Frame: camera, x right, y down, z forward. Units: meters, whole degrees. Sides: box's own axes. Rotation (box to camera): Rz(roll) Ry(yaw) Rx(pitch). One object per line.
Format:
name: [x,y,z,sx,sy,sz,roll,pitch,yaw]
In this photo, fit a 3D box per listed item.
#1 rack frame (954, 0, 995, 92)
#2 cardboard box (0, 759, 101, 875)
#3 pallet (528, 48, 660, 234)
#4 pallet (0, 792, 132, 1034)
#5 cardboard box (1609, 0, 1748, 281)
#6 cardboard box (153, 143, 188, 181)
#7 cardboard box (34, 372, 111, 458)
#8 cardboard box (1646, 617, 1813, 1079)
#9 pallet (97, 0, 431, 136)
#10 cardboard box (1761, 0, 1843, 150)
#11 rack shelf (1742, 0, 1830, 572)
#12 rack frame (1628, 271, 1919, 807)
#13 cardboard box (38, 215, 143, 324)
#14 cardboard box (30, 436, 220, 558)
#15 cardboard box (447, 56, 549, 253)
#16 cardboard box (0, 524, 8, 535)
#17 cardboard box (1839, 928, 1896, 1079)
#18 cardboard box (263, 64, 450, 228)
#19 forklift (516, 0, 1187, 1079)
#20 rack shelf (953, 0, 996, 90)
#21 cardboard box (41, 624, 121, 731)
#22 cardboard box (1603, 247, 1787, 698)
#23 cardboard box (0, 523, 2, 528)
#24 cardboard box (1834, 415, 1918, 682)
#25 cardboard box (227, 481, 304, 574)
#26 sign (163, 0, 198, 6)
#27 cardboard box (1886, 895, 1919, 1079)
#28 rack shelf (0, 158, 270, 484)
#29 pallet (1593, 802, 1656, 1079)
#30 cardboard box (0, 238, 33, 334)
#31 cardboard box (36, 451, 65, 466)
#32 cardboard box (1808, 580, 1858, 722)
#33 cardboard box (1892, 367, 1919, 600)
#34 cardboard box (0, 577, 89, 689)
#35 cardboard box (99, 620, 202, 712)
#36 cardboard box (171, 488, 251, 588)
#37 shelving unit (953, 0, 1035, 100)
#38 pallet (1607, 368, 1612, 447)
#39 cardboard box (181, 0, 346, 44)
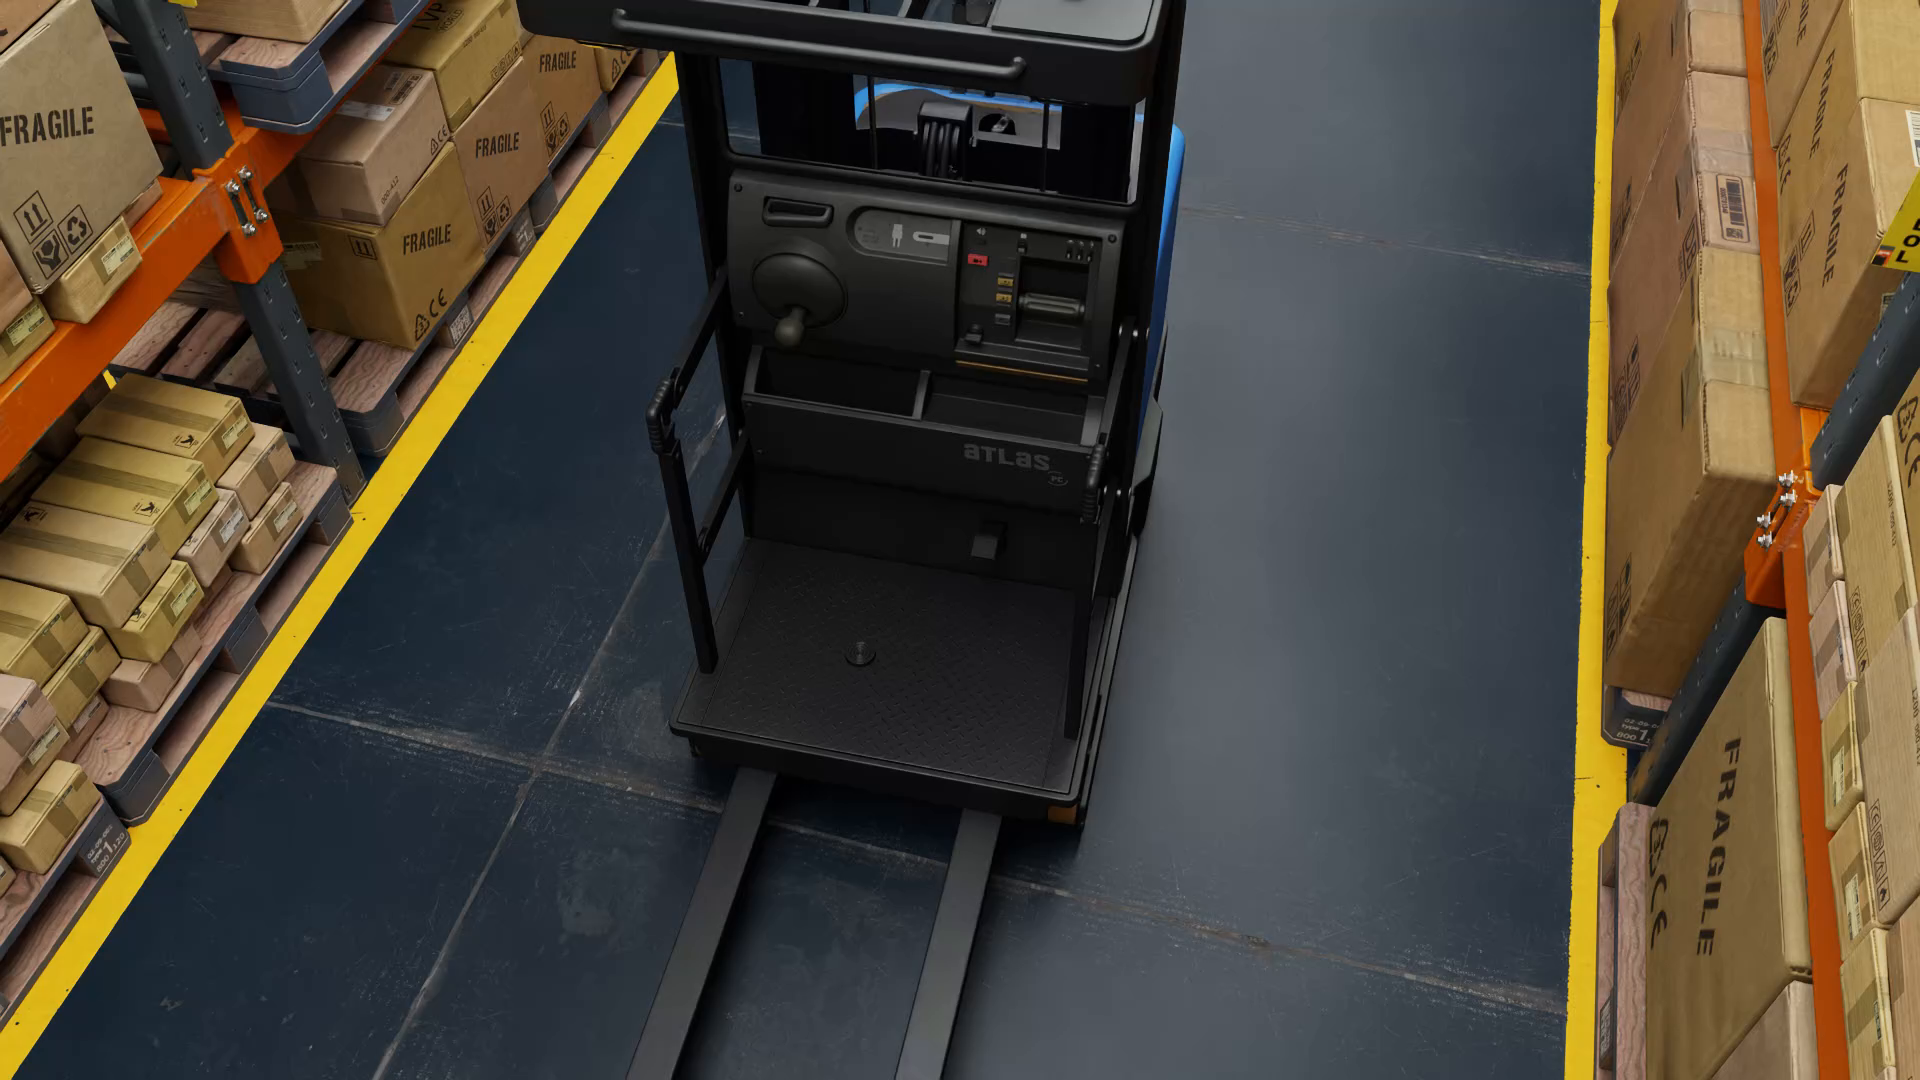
rack frame: [0.179,-1.368,5.054,0.400,2.100,0.015,9,49,8]
cardboard box: [-2.469,0.677,4.273,0.380,0.149,0.250,11,50,10]
pallet: [-1.900,-1.753,6.656,1.003,0.211,1.213,12,50,10]
pallet: [-2.884,1.074,4.161,1.003,0.211,1.213,12,50,10]
cardboard box: [2.945,-1.366,5.592,1.225,0.875,0.875,12,50,10]
cardboard box: [-2.470,-1.376,5.350,0.500,0.250,0.500,10,49,9]
cardboard box: [-2.713,-0.411,4.837,0.380,0.149,0.250,13,50,12]
cardboard box: [2.085,0.851,3.636,0.875,0.875,0.875,12,50,10]
pallet: [-2.081,-1.688,4.867,1.003,0.211,1.213,12,50,10]
cardboard box: [2.463,-1.336,4.362,0.500,0.500,0.500,11,49,10]
rack shelf: [2.863,-1.384,4.950,1.077,0.370,4.000,12,50,10]
rack frame: [2.336,-0.175,3.404,1.000,3.000,0.127,12,50,10]
cardboard box: [-2.234,-0.683,4.020,0.380,0.149,0.250,10,49,9]
cardboard box: [-2.294,-0.118,4.578,0.380,0.149,0.250,12,50,11]
cardboard box: [-1.834,-1.404,5.875,0.500,0.500,0.500,14,50,12]
cardboard box: [-2.836,0.062,4.617,0.380,0.149,0.250,11,50,10]
cardboard box: [1.665,0.813,2.700,0.380,0.149,0.250,11,49,10]
cardboard box: [-1.973,-1.269,5.256,0.500,0.250,0.500,10,49,8]
forklift: [-0.135,-0.487,3.767,1.129,2.867,3.031,9,49,8]
rack shelf: [0.229,-1.537,5.223,0.431,0.518,0.480,9,49,8]
cardboard box: [-2.472,0.327,4.384,0.380,0.149,0.250,12,50,10]
cardboard box: [2.485,-0.078,4.455,1.225,0.875,0.875,12,50,10]
cardboard box: [-2.862,-0.031,4.501,0.380,0.149,0.250,11,49,10]
cardboard box: [1.960,0.064,3.094,0.500,0.250,0.500,11,49,9]
cardboard box: [-2.197,-0.072,4.934,0.380,0.149,0.250,12,50,11]
sign: [-1.897,-1.412,3.918,0.100,0.325,0.005,12,50,10]
cardboard box: [1.693,0.799,2.446,0.500,0.250,0.500,13,50,11]
rack shelf: [-2.949,0.458,3.325,1.077,0.370,4.000,12,50,10]
pallet: [2.061,1.282,3.978,1.003,0.211,1.213,12,50,10]
cardboard box: [-2.415,-0.577,3.494,0.500,0.500,0.500,10,49,9]
cardboard box: [-2.826,-0.322,4.956,0.380,0.149,0.250,14,50,12]
cardboard box: [1.868,0.246,3.199,0.380,0.149,0.250,10,49,9]
cardboard box: [1.963,-0.176,2.806,0.500,0.500,0.500,12,50,10]
cardboard box: [-2.496,0.236,4.266,0.380,0.149,0.250,13,50,11]
cardboard box: [-2.353,0.304,4.603,0.380,0.149,0.250,10,49,9]
cardboard box: [-2.258,-0.032,4.701,0.380,0.149,0.250,9,49,8]
shelving unit: [0.229,-1.546,5.213,0.431,2.100,0.503,9,49,8]
pallet: [2.786,-0.711,5.736,1.003,0.211,1.213,12,50,10]
cardboard box: [-1.875,-1.477,4.440,0.380,0.149,0.250,9,49,8]
